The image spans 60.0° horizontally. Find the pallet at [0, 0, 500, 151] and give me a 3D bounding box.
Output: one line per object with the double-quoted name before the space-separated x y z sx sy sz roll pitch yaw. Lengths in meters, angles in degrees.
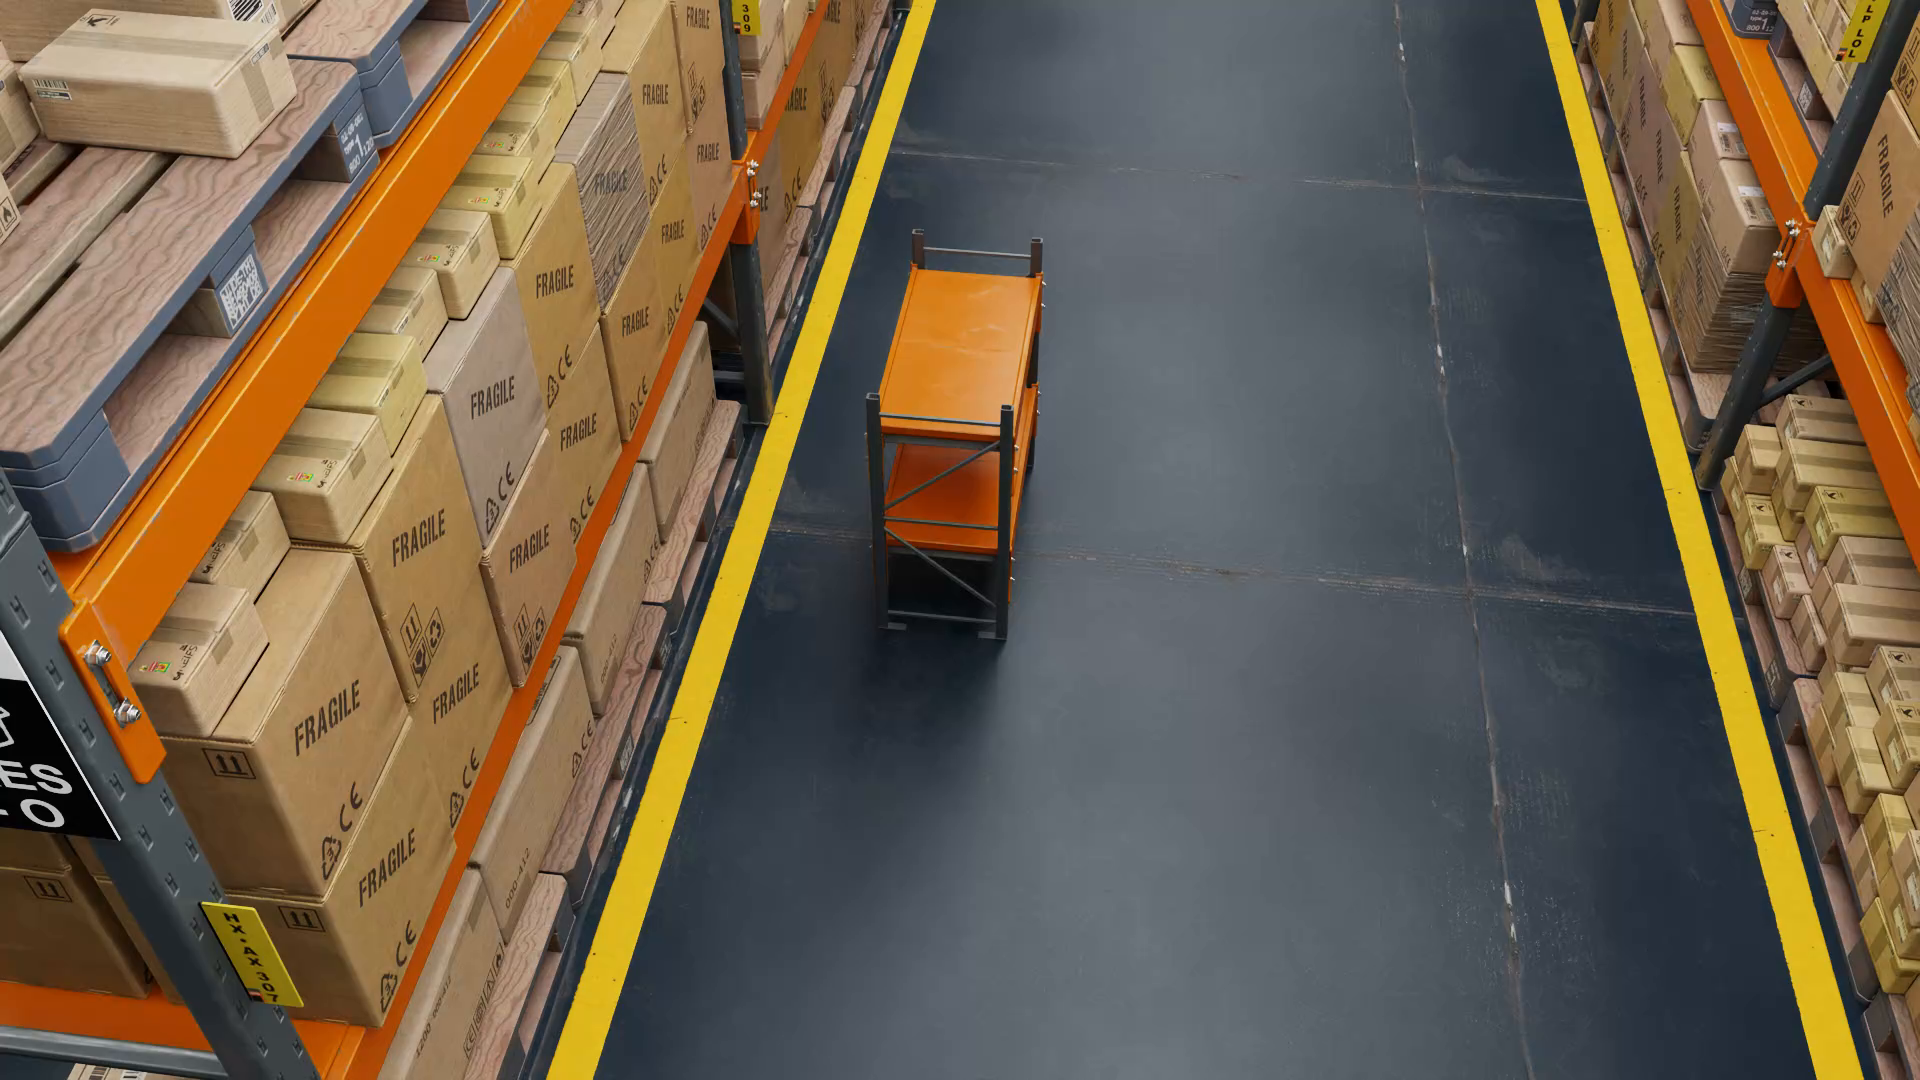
"pallet" -1.606 -1.340 3.866 1.003 0.211 1.213 5 44 6

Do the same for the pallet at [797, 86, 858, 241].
"pallet" -1.137 -2.023 8.733 1.003 0.211 1.213 5 44 6

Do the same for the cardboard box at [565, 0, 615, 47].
"cardboard box" -1.249 -1.552 4.935 0.380 0.149 0.250 5 44 5

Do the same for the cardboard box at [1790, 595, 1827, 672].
"cardboard box" 3.229 0.347 5.970 0.380 0.149 0.250 4 44 5

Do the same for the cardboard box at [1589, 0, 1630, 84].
"cardboard box" 3.779 -2.800 9.038 0.500 0.500 0.500 4 44 4

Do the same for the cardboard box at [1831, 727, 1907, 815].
"cardboard box" 3.038 0.756 5.322 0.380 0.149 0.250 6 44 6

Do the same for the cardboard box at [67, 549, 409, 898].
"cardboard box" -1.506 0.357 3.392 0.500 0.500 0.500 4 44 5

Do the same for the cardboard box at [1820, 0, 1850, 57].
"cardboard box" 3.487 -1.926 6.263 0.380 0.149 0.250 6 44 6

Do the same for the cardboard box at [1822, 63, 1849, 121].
"cardboard box" 3.453 -1.638 6.175 0.380 0.149 0.250 4 44 5

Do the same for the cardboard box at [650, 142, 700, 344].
"cardboard box" -1.194 -1.015 5.567 0.500 0.500 0.500 4 44 4

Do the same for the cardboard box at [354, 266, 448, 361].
"cardboard box" -1.419 -0.511 3.836 0.380 0.149 0.250 6 44 6

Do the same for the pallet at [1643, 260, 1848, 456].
"pallet" 3.698 -0.806 7.447 1.003 0.211 1.213 5 44 6

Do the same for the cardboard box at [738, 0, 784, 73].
"cardboard box" -0.986 -2.070 6.500 0.500 0.250 0.500 4 44 4

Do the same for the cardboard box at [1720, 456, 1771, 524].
"cardboard box" 3.230 -0.186 6.533 0.380 0.149 0.250 3 44 4

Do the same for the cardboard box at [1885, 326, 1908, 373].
"cardboard box" 3.291 -0.664 5.452 0.380 0.149 0.250 3 44 4

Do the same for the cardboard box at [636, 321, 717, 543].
"cardboard box" -1.513 -0.473 6.626 0.875 0.438 0.875 5 44 5

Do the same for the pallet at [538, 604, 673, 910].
"pallet" -1.660 0.689 5.869 1.003 0.211 1.213 5 44 6

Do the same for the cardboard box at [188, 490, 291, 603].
"cardboard box" -1.567 0.021 3.275 0.380 0.149 0.250 6 44 7

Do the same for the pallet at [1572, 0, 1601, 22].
"pallet" 4.304 -3.532 10.326 1.003 0.211 1.213 5 44 6

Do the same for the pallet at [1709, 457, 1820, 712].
"pallet" 3.543 0.186 6.400 1.003 0.211 1.213 5 44 6

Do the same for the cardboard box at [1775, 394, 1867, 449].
"cardboard box" 3.346 -0.405 6.331 0.380 0.149 0.250 7 44 7

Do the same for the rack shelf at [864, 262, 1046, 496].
"rack shelf" -0.001 -0.616 6.157 0.538 0.278 1.000 5 44 6

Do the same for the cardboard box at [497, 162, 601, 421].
"cardboard box" -1.320 -0.688 4.495 0.500 0.500 0.500 5 44 6

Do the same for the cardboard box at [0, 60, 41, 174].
"cardboard box" -1.906 -0.737 2.970 0.380 0.149 0.250 2 43 2

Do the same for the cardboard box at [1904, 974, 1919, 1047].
"cardboard box" 3.004 1.417 4.840 0.380 0.149 0.250 6 44 6

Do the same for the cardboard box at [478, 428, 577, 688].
"cardboard box" -1.380 0.028 4.466 0.500 0.500 0.500 5 44 5

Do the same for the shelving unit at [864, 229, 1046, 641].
"shelving unit" -0.001 -0.404 6.358 0.538 1.125 1.048 5 44 6

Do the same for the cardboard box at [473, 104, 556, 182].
"cardboard box" -1.298 -1.030 4.385 0.380 0.149 0.250 5 44 6

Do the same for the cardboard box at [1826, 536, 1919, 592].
"cardboard box" 3.254 0.134 5.762 0.380 0.149 0.250 4 44 4

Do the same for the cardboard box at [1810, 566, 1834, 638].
"cardboard box" 3.252 0.239 5.868 0.380 0.149 0.250 3 44 3

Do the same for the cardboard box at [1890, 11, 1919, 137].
"cardboard box" 3.295 -1.510 5.146 0.500 0.500 0.500 6 44 7

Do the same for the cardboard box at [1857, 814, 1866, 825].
"cardboard box" 3.140 0.888 5.399 0.380 0.149 0.250 6 44 7

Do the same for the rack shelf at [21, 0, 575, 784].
"rack shelf" -1.588 -1.134 4.107 1.077 0.370 4.000 5 44 6

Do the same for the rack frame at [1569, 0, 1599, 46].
"rack frame" 4.125 -4.014 8.807 1.000 3.000 0.127 5 44 6

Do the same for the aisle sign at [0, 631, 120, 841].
"aisle sign" -1.574 0.189 2.478 0.394 0.787 0.004 5 44 6

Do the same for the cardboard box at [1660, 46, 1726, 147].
"cardboard box" 3.581 -2.046 7.696 0.500 0.250 0.500 3 44 4

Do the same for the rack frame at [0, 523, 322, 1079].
"rack frame" -1.852 1.057 3.452 1.000 3.000 0.127 5 44 6

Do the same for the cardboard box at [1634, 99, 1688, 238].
"cardboard box" 3.585 -1.759 7.938 0.500 0.500 0.500 4 44 5

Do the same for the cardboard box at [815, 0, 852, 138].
"cardboard box" -1.090 -2.705 8.665 0.875 0.875 0.875 6 44 6

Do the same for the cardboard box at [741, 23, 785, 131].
"cardboard box" -1.004 -1.890 6.674 0.500 0.250 0.500 4 44 5

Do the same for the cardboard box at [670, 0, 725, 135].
"cardboard box" -1.112 -1.721 5.586 0.500 0.500 0.500 5 44 5

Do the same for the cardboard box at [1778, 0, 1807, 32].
"cardboard box" 3.555 -2.155 6.722 0.380 0.149 0.250 3 44 3

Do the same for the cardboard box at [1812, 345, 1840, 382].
"cardboard box" 3.957 -1.012 7.150 0.500 0.500 0.500 7 44 7

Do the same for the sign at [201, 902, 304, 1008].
"sign" -1.303 0.769 3.069 0.100 0.325 0.005 5 44 6

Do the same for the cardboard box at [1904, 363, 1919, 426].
"cardboard box" 3.121 -0.439 4.743 0.500 0.500 0.500 4 44 5

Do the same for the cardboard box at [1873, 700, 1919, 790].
"cardboard box" 3.114 0.658 5.209 0.380 0.149 0.250 5 44 6

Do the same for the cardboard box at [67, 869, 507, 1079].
"cardboard box" -1.864 1.376 4.673 0.875 0.438 0.875 4 44 4

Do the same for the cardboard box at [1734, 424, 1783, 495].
"cardboard box" 3.231 -0.295 6.432 0.380 0.149 0.250 7 44 7
